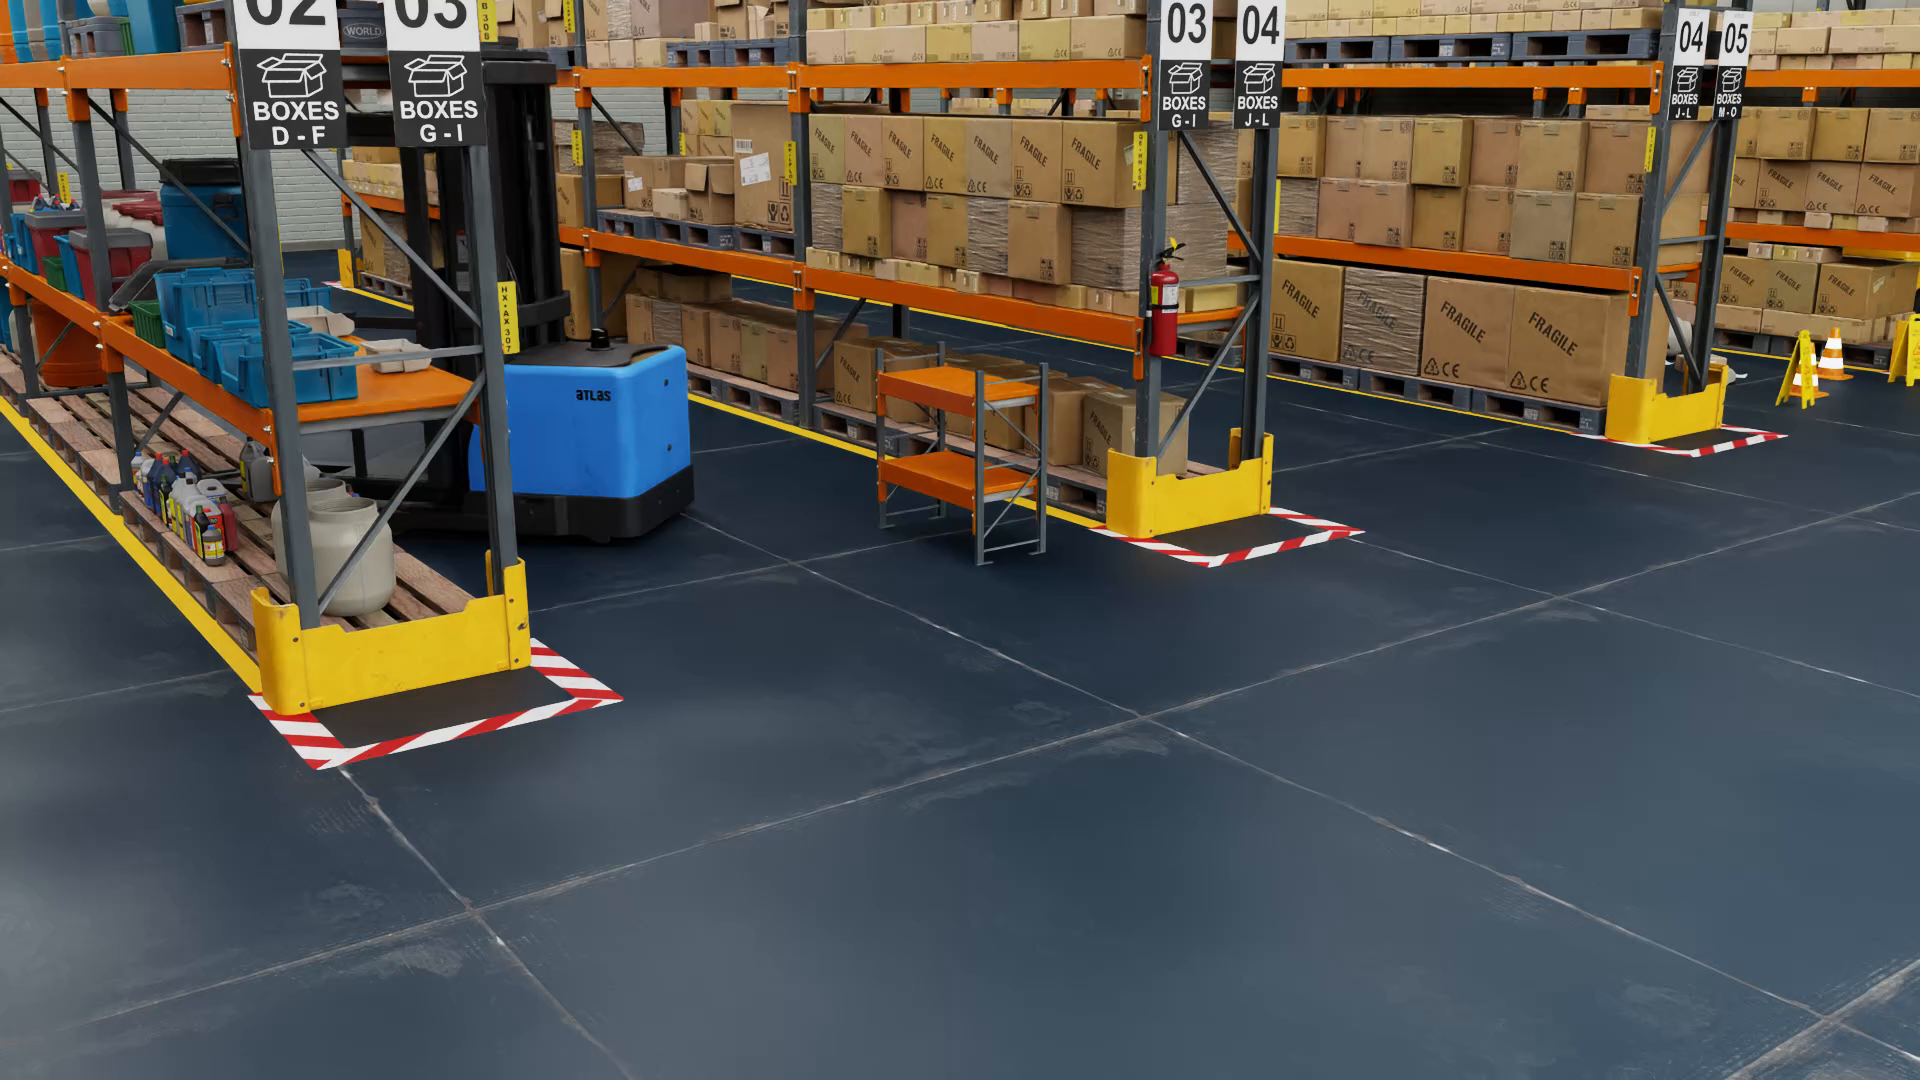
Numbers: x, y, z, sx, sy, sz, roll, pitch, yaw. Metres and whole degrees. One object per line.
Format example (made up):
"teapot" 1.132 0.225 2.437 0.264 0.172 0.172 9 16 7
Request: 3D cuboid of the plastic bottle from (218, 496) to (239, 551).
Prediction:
"plastic bottle" -3.982 -0.091 9.040 0.061 0.283 0.133 -11 19 -35

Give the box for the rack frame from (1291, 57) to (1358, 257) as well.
"rack frame" 4.812 -4.806 21.952 1.000 3.000 0.127 -11 19 -35

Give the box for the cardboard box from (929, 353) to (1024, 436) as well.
"cardboard box" 0.122 -1.077 12.269 0.500 0.500 0.500 -13 20 -39

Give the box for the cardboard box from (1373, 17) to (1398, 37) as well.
"cardboard box" 3.758 -4.391 14.245 0.380 0.149 0.250 -11 19 -35

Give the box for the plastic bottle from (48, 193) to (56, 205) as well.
"plastic bottle" -8.758 -3.184 16.119 0.144 0.351 0.185 -11 19 -35

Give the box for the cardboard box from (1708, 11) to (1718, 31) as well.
"cardboard box" 5.629 -4.007 12.843 0.380 0.149 0.250 -11 19 -34

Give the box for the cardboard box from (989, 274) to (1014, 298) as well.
"cardboard box" 0.417 -1.731 11.195 0.380 0.149 0.250 -11 19 -35

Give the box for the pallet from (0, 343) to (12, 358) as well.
"pallet" -9.143 -1.837 16.387 1.003 0.211 1.213 -11 19 -35

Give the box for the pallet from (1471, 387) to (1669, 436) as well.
"pallet" 5.037 -1.121 13.772 1.003 0.211 1.213 -11 19 -35

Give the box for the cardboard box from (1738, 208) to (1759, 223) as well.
"cardboard box" 8.240 -3.352 17.118 0.380 0.149 0.250 -11 19 -35

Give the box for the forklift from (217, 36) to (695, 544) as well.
"forklift" -3.284 -1.567 10.249 3.031 2.935 1.130 3 16 11

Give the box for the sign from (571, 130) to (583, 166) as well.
"sign" -3.651 -3.739 15.862 0.100 0.325 0.005 -11 19 -35

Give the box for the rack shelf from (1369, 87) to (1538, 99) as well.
"rack shelf" 7.649 -7.104 26.030 1.077 0.370 4.000 -11 19 -35

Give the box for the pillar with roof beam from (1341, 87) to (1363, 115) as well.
"pillar with roof beam" 3.310 -8.945 25.712 9.100 9.000 0.400 -11 19 -35

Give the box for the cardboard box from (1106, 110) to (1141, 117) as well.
"cardboard box" 2.486 -6.052 24.422 0.500 0.500 0.500 -11 19 -34

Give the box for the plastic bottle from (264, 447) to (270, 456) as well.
"plastic bottle" -4.247 -0.486 10.355 0.144 0.351 0.185 -11 19 -36

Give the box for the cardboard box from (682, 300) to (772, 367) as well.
"cardboard box" -2.119 -1.898 15.229 0.700 0.500 0.500 -9 18 -30

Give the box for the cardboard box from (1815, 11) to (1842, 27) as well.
"cardboard box" 8.547 -5.062 16.173 0.380 0.149 0.250 -11 19 -35

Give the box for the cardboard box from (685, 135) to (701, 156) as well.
"cardboard box" -3.796 -5.777 24.748 0.500 0.500 0.500 -10 18 -32

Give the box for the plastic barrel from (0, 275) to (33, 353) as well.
"plastic barrel" -8.840 -2.273 15.879 0.600 0.901 0.708 -11 19 -35

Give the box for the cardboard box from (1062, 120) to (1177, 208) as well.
"cardboard box" 0.976 -2.312 10.195 0.500 0.500 0.500 -11 19 -35

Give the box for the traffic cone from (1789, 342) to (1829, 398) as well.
"traffic cone" 7.521 -1.521 14.755 0.336 0.463 0.334 -11 19 -35

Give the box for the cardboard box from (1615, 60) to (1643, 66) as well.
"cardboard box" 7.255 -5.108 17.849 0.380 0.149 0.250 -11 19 -34

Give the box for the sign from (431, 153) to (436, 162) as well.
"sign" -6.004 -4.491 19.012 0.100 0.325 0.005 -11 19 -35

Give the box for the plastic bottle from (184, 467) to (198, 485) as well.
"plastic bottle" -4.537 -0.292 9.795 0.097 0.271 0.097 0 15 0

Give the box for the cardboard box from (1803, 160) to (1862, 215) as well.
"cardboard box" 8.683 -3.470 16.319 0.500 0.500 0.500 -11 19 -34

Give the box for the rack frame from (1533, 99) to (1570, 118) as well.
"rack frame" 8.824 -5.577 24.770 1.000 3.000 0.127 -11 19 -35

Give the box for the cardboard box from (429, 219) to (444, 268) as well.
"cardboard box" -5.880 -3.453 20.238 0.875 0.875 0.875 -11 19 -35

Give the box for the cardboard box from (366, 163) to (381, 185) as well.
"cardboard box" -7.241 -4.685 21.231 0.500 0.250 0.500 -12 19 -36

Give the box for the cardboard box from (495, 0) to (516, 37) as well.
"cardboard box" -4.423 -5.400 17.449 0.797 0.503 0.637 -11 19 -35

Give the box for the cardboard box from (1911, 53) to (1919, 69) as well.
"cardboard box" 9.079 -4.456 15.468 0.380 0.149 0.250 -11 19 -34

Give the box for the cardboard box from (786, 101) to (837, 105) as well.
"cardboard box" -1.980 -5.602 22.216 0.500 0.500 0.500 -12 19 -36

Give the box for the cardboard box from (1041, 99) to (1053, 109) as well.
"cardboard box" 1.476 -6.747 25.732 0.380 0.149 0.250 -11 19 -35

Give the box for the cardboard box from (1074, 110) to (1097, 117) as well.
"cardboard box" 1.959 -6.248 25.140 0.500 0.500 0.500 -11 19 -35

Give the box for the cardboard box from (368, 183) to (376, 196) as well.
"cardboard box" -7.361 -4.508 21.342 0.380 0.149 0.250 -11 19 -36

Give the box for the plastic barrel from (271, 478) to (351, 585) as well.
"plastic barrel" -3.250 -0.029 8.416 0.421 0.512 0.421 0 15 0

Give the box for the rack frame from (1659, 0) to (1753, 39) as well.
"rack frame" 5.571 -5.201 12.033 1.000 3.000 0.127 -11 19 -35

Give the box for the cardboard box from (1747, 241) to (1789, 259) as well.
"cardboard box" 8.264 -2.958 16.964 0.380 0.149 0.250 -10 18 -32

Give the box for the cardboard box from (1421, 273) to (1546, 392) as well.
"cardboard box" 4.600 -1.807 14.227 0.875 0.875 0.875 -11 19 -35

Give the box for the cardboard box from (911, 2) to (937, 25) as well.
"cardboard box" -0.114 -3.590 11.358 0.380 0.149 0.250 -11 19 -36

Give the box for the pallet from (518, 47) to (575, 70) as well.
"pallet" -3.626 -4.752 16.434 1.213 0.211 1.003 -10 18 -32

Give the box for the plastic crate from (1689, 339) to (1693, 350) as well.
"plastic crate" 7.423 -2.081 17.527 0.583 0.080 0.402 10 18 33

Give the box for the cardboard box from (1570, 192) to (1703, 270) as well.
"cardboard box" 5.316 -2.452 13.069 0.875 0.550 0.550 -11 19 -35

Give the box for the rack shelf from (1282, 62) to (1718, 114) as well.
"rack shelf" 4.395 -3.834 14.084 1.077 0.370 4.000 -11 19 -35

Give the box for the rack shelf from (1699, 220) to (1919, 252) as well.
"rack shelf" 8.339 -3.177 17.366 1.077 0.370 4.000 -11 19 -35

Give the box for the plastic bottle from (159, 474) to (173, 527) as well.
"plastic bottle" -4.546 -0.228 9.538 0.061 0.283 0.133 -10 18 -32

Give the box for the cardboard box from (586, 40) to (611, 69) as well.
"cardboard box" -3.134 -4.502 15.445 0.500 0.250 0.500 -10 18 -34

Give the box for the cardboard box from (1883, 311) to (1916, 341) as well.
"cardboard box" 9.265 -2.189 16.805 0.500 0.250 0.500 -11 19 -35

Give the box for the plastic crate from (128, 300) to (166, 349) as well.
"plastic crate" -4.289 -1.209 9.211 0.450 0.188 0.662 -11 19 -35

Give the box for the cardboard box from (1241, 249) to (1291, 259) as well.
"cardboard box" 4.473 -4.144 22.763 0.875 0.875 0.875 -11 19 -35

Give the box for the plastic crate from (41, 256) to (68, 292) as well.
"plastic crate" -6.111 -1.870 11.629 0.450 0.188 0.662 -11 19 -35

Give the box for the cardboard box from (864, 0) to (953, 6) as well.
"cardboard box" -0.382 -4.236 12.491 0.500 0.500 0.500 -12 19 -36

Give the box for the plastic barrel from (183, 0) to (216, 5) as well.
"plastic barrel" -3.280 -2.754 7.623 0.600 0.588 0.600 0 15 0

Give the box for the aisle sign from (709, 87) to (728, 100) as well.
"aisle sign" -3.637 -7.040 25.192 0.394 0.787 0.004 -11 19 -35

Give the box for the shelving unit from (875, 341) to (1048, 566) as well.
"shelving unit" -0.004 -0.544 9.933 0.538 1.125 1.048 -11 19 -35

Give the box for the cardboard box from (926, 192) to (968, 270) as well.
"cardboard box" 0.264 -2.183 11.616 0.875 0.500 0.500 -11 19 -35

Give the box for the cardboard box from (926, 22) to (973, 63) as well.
"cardboard box" 0.120 -3.321 11.129 0.500 0.250 0.500 -11 19 -35
